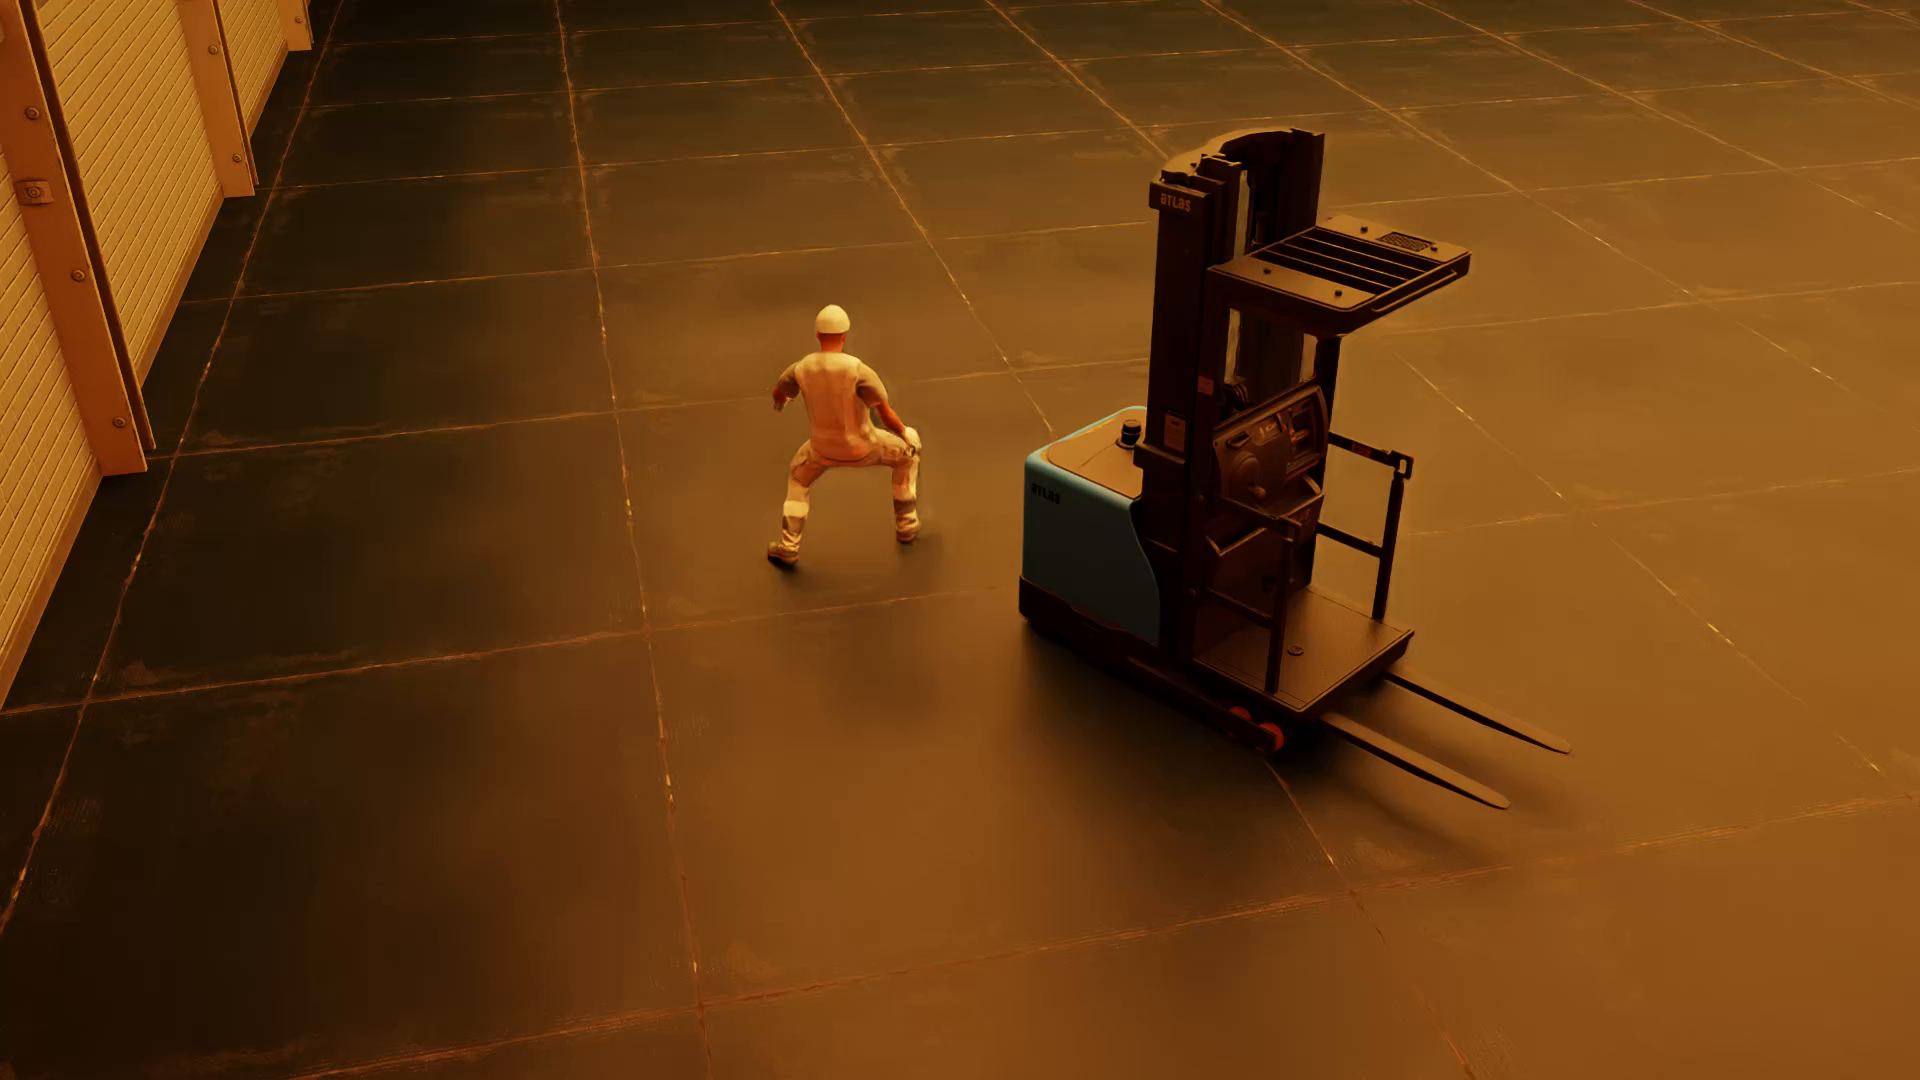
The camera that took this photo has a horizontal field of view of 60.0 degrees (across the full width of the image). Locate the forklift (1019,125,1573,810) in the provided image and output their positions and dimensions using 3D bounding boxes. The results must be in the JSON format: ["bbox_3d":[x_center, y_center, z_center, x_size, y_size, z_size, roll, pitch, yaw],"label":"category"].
[{"bbox_3d":[1.740,-0.456,8.362,3.031,2.935,1.130,26,39,38],"label":"forklift"}]

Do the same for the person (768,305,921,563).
[{"bbox_3d":[-0.743,-0.661,10.007,0.996,1.606,0.727,10,31,16],"label":"person"}]
